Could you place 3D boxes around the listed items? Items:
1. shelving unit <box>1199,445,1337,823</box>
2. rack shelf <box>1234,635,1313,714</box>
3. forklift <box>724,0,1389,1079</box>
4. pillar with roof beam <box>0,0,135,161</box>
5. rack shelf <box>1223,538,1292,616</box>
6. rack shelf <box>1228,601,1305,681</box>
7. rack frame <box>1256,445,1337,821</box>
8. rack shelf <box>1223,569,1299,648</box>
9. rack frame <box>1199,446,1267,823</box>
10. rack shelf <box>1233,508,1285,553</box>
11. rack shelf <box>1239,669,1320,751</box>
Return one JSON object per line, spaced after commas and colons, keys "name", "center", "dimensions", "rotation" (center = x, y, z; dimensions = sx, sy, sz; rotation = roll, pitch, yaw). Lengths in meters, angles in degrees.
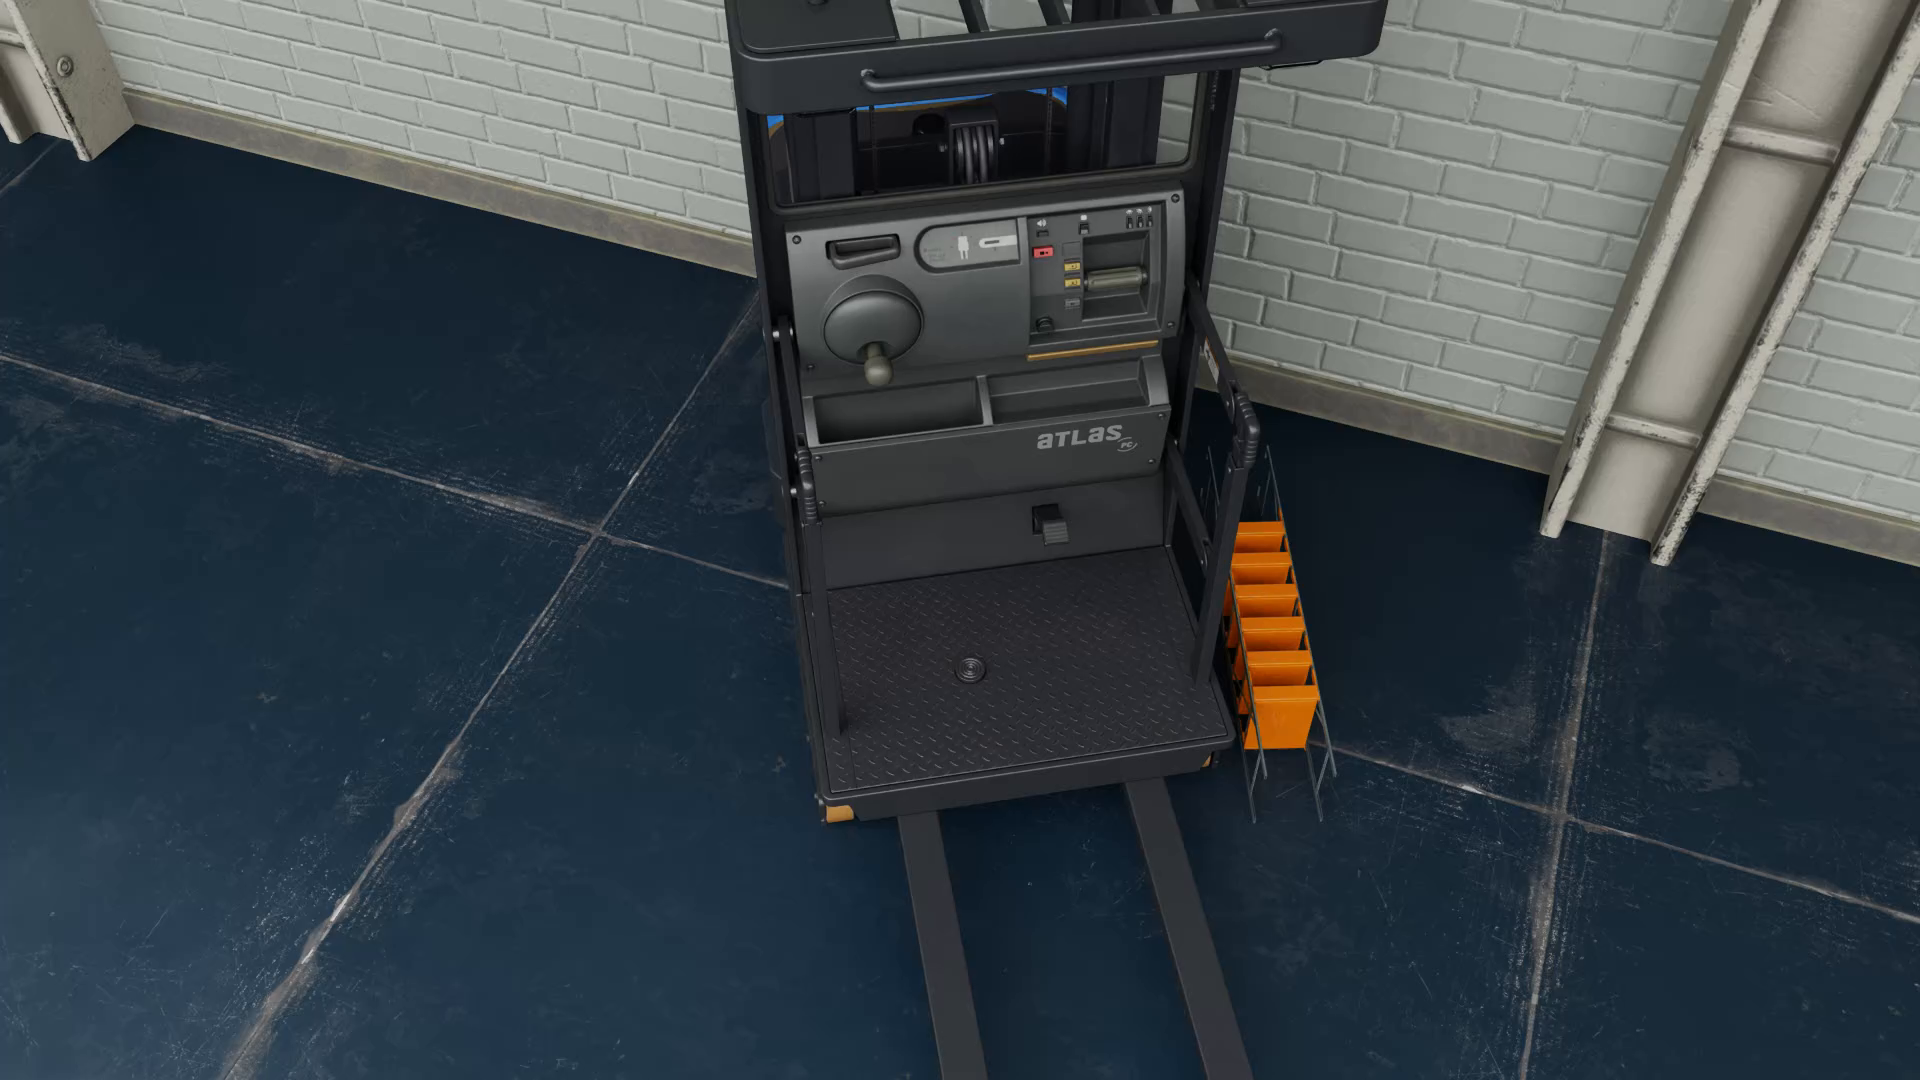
{"name": "shelving unit", "center": [0.878, 0.240, 4.848], "dimensions": [0.189, 0.258, 1.200], "rotation": [-1, 49, -1]}
{"name": "rack shelf", "center": [0.884, 0.387, 4.720], "dimensions": [0.180, 0.258, 0.103], "rotation": [-1, 49, -1]}
{"name": "forklift", "center": [0.108, -0.491, 3.736], "dimensions": [1.130, 2.935, 3.031], "rotation": [-7, 50, -6]}
{"name": "pillar with roof beam", "center": [-5.046, -1.544, 0.633], "dimensions": [0.400, 9.000, 9.100], "rotation": [16, 51, 13]}
{"name": "rack shelf", "center": [0.873, 0.115, 4.955], "dimensions": [0.180, 0.258, 0.103], "rotation": [-1, 49, -1]}
{"name": "rack shelf", "center": [0.880, 0.297, 4.798], "dimensions": [0.180, 0.258, 0.103], "rotation": [-1, 49, -1]}
{"name": "rack frame", "center": [0.969, 0.238, 4.849], "dimensions": [0.006, 0.240, 1.200], "rotation": [-1, 49, -1]}
{"name": "rack shelf", "center": [0.877, 0.206, 4.877], "dimensions": [0.180, 0.258, 0.103], "rotation": [-1, 49, -1]}
{"name": "rack frame", "center": [0.787, 0.242, 4.846], "dimensions": [0.006, 0.240, 1.200], "rotation": [-1, 49, -1]}
{"name": "rack shelf", "center": [0.870, 0.025, 5.034], "dimensions": [0.180, 0.258, 0.103], "rotation": [-1, 49, -1]}
{"name": "rack shelf", "center": [0.887, 0.478, 4.641], "dimensions": [0.180, 0.258, 0.103], "rotation": [-1, 49, -1]}
